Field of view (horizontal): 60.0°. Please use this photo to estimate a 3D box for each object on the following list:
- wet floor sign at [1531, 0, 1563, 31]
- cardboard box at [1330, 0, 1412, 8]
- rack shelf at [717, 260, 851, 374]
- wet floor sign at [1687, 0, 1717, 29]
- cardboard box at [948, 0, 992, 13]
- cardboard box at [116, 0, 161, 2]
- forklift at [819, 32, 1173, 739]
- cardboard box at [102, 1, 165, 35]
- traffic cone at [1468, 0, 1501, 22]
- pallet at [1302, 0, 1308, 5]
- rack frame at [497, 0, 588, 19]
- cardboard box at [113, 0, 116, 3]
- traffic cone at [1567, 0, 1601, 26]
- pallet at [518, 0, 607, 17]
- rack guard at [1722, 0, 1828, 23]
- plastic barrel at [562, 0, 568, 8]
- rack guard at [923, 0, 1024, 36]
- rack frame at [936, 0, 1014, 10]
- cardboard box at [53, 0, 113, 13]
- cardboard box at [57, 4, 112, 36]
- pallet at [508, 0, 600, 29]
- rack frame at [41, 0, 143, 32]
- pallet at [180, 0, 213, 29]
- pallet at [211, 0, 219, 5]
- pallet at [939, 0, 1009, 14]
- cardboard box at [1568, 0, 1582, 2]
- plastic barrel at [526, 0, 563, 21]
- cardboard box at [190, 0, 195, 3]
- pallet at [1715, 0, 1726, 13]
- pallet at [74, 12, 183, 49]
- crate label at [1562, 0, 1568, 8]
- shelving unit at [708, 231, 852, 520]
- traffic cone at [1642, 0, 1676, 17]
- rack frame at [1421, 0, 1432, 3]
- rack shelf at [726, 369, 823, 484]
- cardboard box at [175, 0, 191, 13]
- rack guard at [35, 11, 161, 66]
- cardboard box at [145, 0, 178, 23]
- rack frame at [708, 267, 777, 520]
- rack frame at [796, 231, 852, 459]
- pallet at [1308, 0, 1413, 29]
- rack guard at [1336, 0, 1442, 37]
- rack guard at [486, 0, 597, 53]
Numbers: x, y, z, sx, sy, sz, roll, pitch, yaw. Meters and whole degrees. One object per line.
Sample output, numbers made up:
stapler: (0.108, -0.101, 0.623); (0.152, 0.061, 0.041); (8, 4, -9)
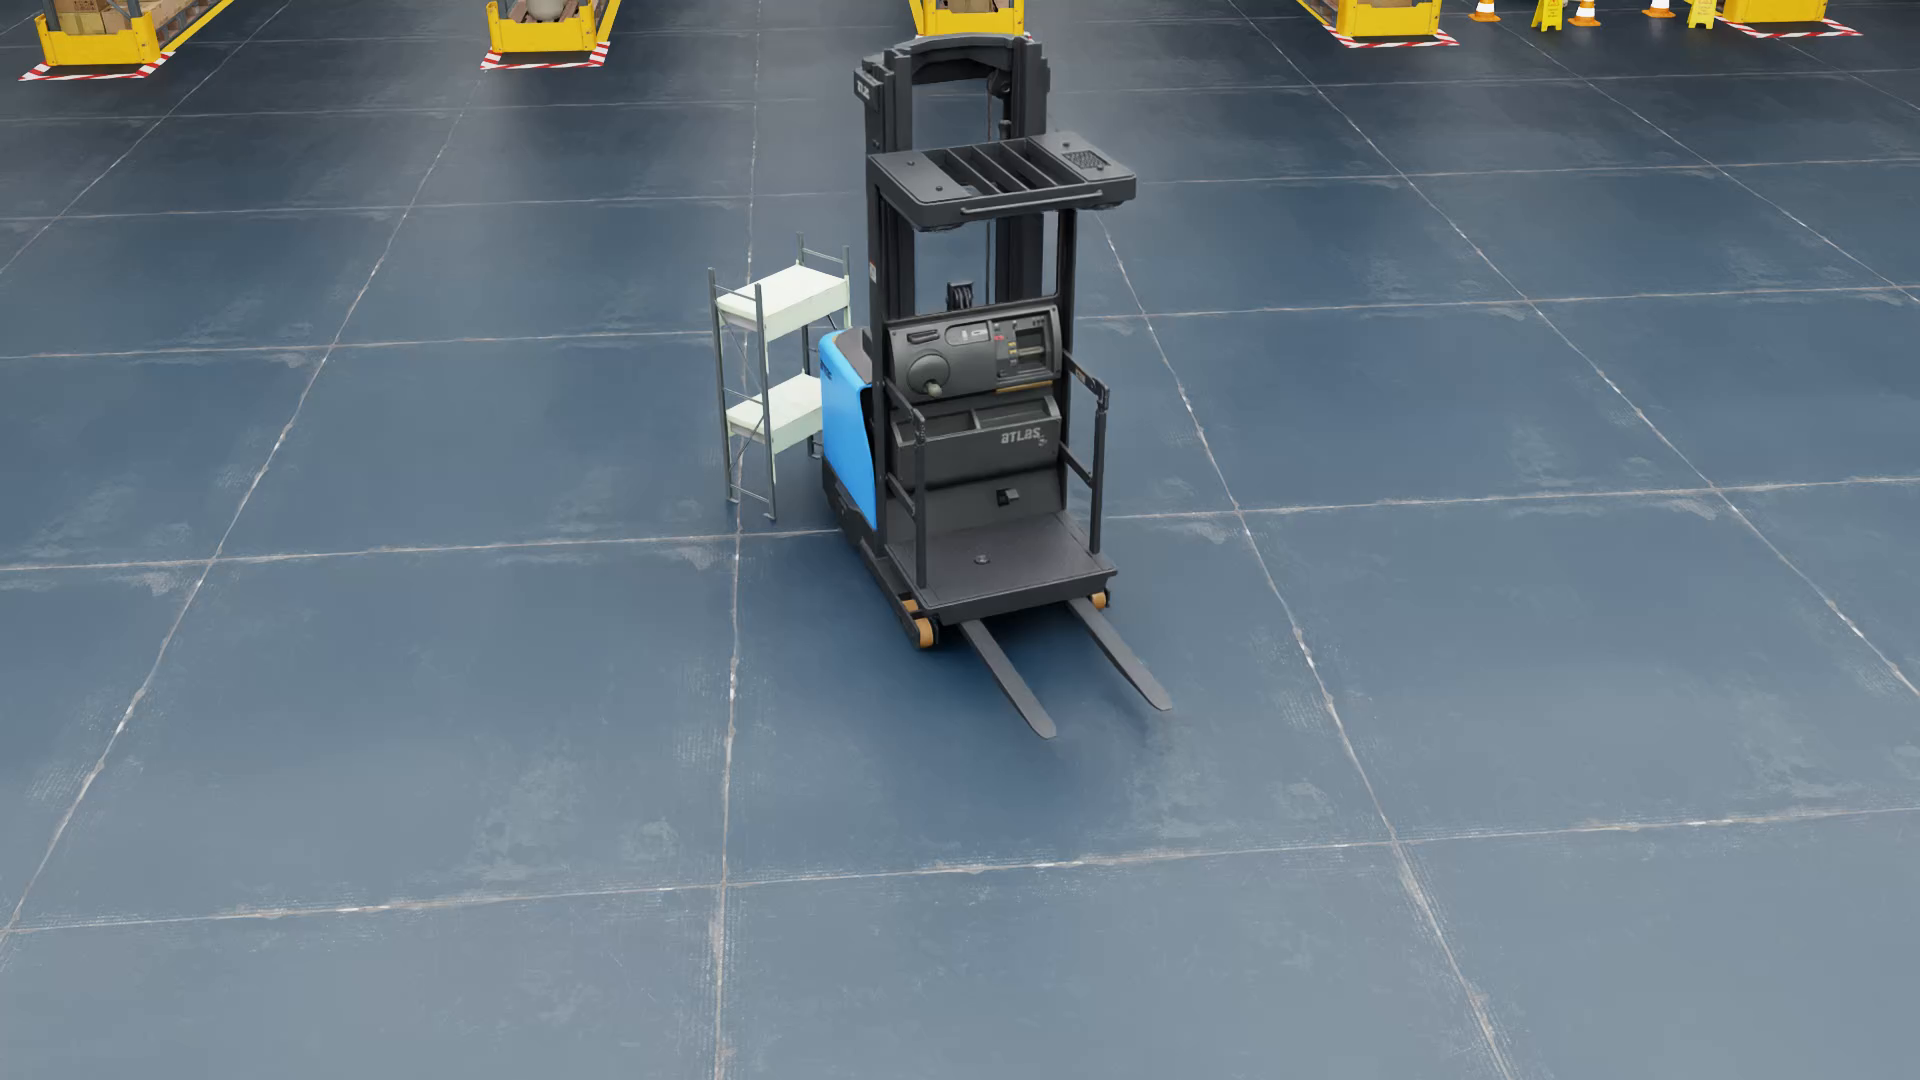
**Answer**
wet floor sign: (7.087, -6.464, 19.943); (0.267, 0.644, 0.232); (-8, 32, -13)
cardboard box: (4.984, -7.006, 20.217); (0.875, 0.875, 0.875); (-3, 31, -4)
rack shelf: (-1.036, -1.315, 9.727); (0.431, 0.370, 0.720); (22, 37, 32)
wet floor sign: (8.984, -6.525, 20.044); (0.267, 0.644, 0.232); (8, 32, 13)
cardboard box: (0.123, -6.636, 19.962); (0.500, 0.500, 0.500); (3, 31, 5)
cardboard box: (-9.576, -6.598, 19.411); (0.500, 0.500, 0.500); (-3, 31, -5)
forklift: (0.165, -0.925, 8.440); (1.130, 2.935, 3.031); (-11, 33, -18)
cardboard box: (-9.527, -6.021, 19.176); (0.500, 0.250, 0.500); (-3, 31, -5)
traffic cone: (6.477, -6.645, 20.424); (0.336, 0.463, 0.334); (-3, 31, -5)
pallet: (4.849, -7.224, 21.638); (1.003, 0.211, 1.213); (-3, 31, -5)
rack frame: (-4.766, -6.972, 18.497); (1.000, 3.000, 0.127); (-3, 31, -5)
cardboard box: (-10.101, -6.250, 19.561); (0.500, 0.250, 0.500); (-3, 31, -5)
traffic cone: (7.634, -6.526, 20.224); (0.336, 0.463, 0.334); (-3, 31, -5)
pallet: (-5.002, -6.848, 21.008); (1.003, 0.211, 1.213); (-3, 31, -5)
rack guard: (10.025, -6.649, 20.395); (1.175, 0.500, 0.348); (-3, 31, -5)
plastic barrel: (-4.951, -6.672, 20.012); (0.421, 0.512, 0.421); (0, 31, 0)
rack guard: (0.158, -6.175, 19.600); (1.175, 0.500, 0.348); (-3, 31, -5)
rack frame: (0.165, -7.209, 18.894); (1.000, 3.000, 0.127); (-3, 31, -5)
cardboard box: (-10.045, -6.318, 18.942); (0.500, 0.500, 0.500); (-3, 31, -5)
cardboard box: (-10.043, -5.996, 19.135); (0.500, 0.250, 0.500); (-3, 31, -5)
pallet: (-4.891, -6.226, 19.968); (1.003, 0.211, 1.213); (-3, 31, -5)
rack frame: (-9.698, -6.736, 18.103); (1.000, 3.000, 0.127); (-3, 31, -5)
pallet: (-9.922, -6.549, 20.508); (1.003, 0.211, 1.213); (-3, 31, -5)
pallet: (-10.040, -7.173, 21.554); (1.003, 0.211, 1.213); (-3, 31, -5)
pallet: (0.117, -6.467, 20.371); (1.003, 0.211, 1.213); (-3, 31, -5)
cardboard box: (7.898, -7.032, 21.378); (0.380, 0.149, 0.250); (13, 33, 21)
plastic barrel: (-4.904, -6.416, 19.583); (0.421, 0.512, 0.421); (0, 31, 0)
cardboard box: (-9.665, -6.786, 20.459); (0.500, 0.250, 0.500); (-3, 31, -5)
pallet: (9.984, -6.942, 21.166); (1.003, 0.211, 1.213); (-3, 31, -5)
pallet: (-9.812, -5.928, 19.468); (1.003, 0.211, 1.213); (-3, 31, -5)
crate label: (7.499, -6.784, 20.974); (0.250, 0.136, 0.298); (-20, 36, -30)
shelving unit: (-1.036, -0.980, 9.927); (0.431, 1.500, 0.755); (22, 37, 32)
traffic cone: (8.707, -6.752, 20.604); (0.336, 0.463, 0.334); (-3, 31, -5)
rack frame: (5.113, -7.395, 19.205); (1.000, 3.000, 0.127); (-3, 31, -5)
rack shelf: (-1.036, -0.700, 10.094); (0.431, 0.370, 0.720); (22, 37, 32)
cardboard box: (-9.624, -6.531, 20.031); (0.500, 0.250, 0.500); (-3, 31, -5)
rack guard: (-9.696, -5.651, 18.723); (1.175, 0.500, 0.348); (-3, 31, -5)
cardboard box: (-9.577, -6.276, 19.603); (0.500, 0.250, 0.500); (-3, 31, -5)
rack frame: (-1.263, -0.832, 9.680); (0.400, 1.500, 0.023); (22, 37, 32)
rack frame: (-0.810, -1.127, 10.174); (0.400, 1.500, 0.023); (22, 37, 32)
pallet: (4.960, -6.602, 20.598); (1.003, 0.211, 1.213); (-3, 31, -5)
rack guard: (5.115, -6.310, 19.826); (1.175, 0.500, 0.348); (-3, 31, -5)
rack guard: (-4.820, -5.935, 19.199); (1.175, 0.500, 0.348); (-3, 31, -5)
